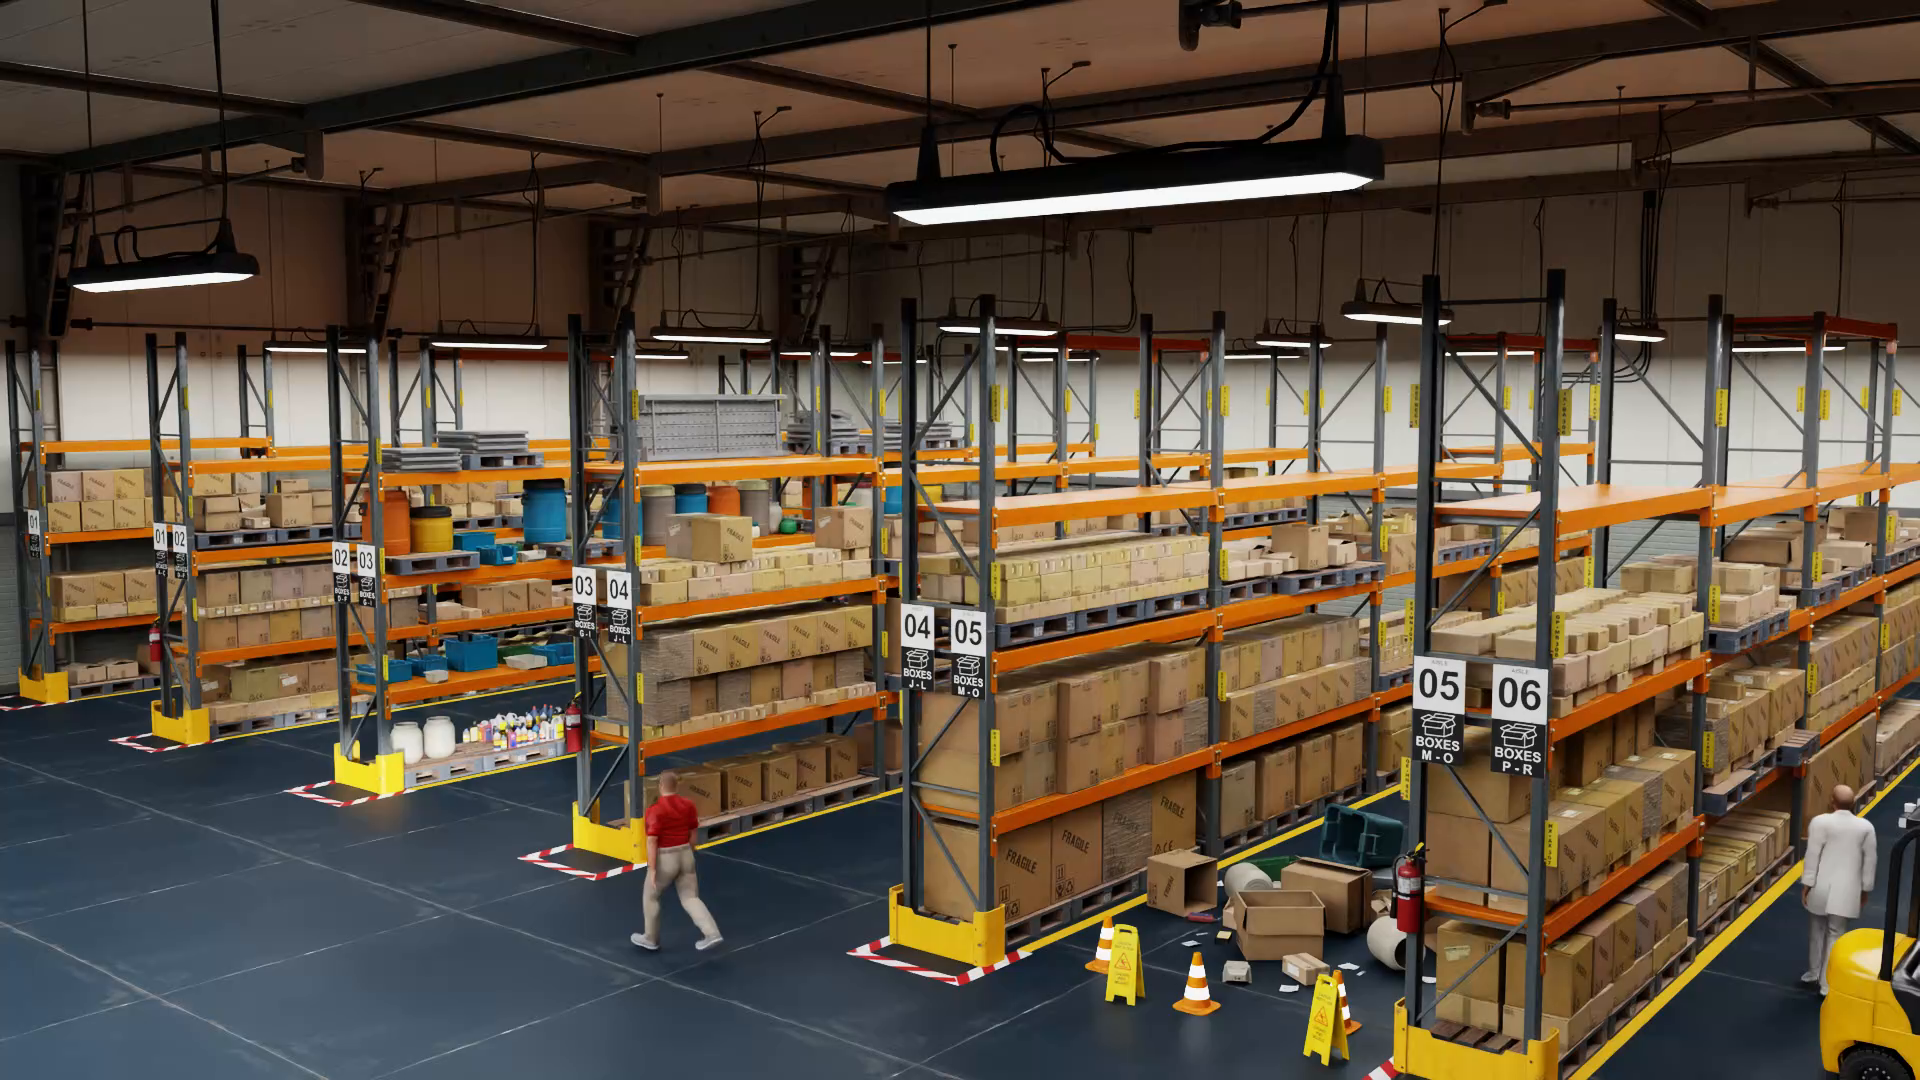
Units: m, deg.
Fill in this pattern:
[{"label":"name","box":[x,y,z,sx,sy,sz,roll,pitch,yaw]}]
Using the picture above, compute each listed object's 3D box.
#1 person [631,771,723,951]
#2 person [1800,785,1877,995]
[{"label":"person","box":[-2.624,2.950,15.194,1.019,1.682,0.540,4,7,40]},{"label":"person","box":[7.518,3.025,14.266,0.564,1.834,0.596,4,6,34]}]
